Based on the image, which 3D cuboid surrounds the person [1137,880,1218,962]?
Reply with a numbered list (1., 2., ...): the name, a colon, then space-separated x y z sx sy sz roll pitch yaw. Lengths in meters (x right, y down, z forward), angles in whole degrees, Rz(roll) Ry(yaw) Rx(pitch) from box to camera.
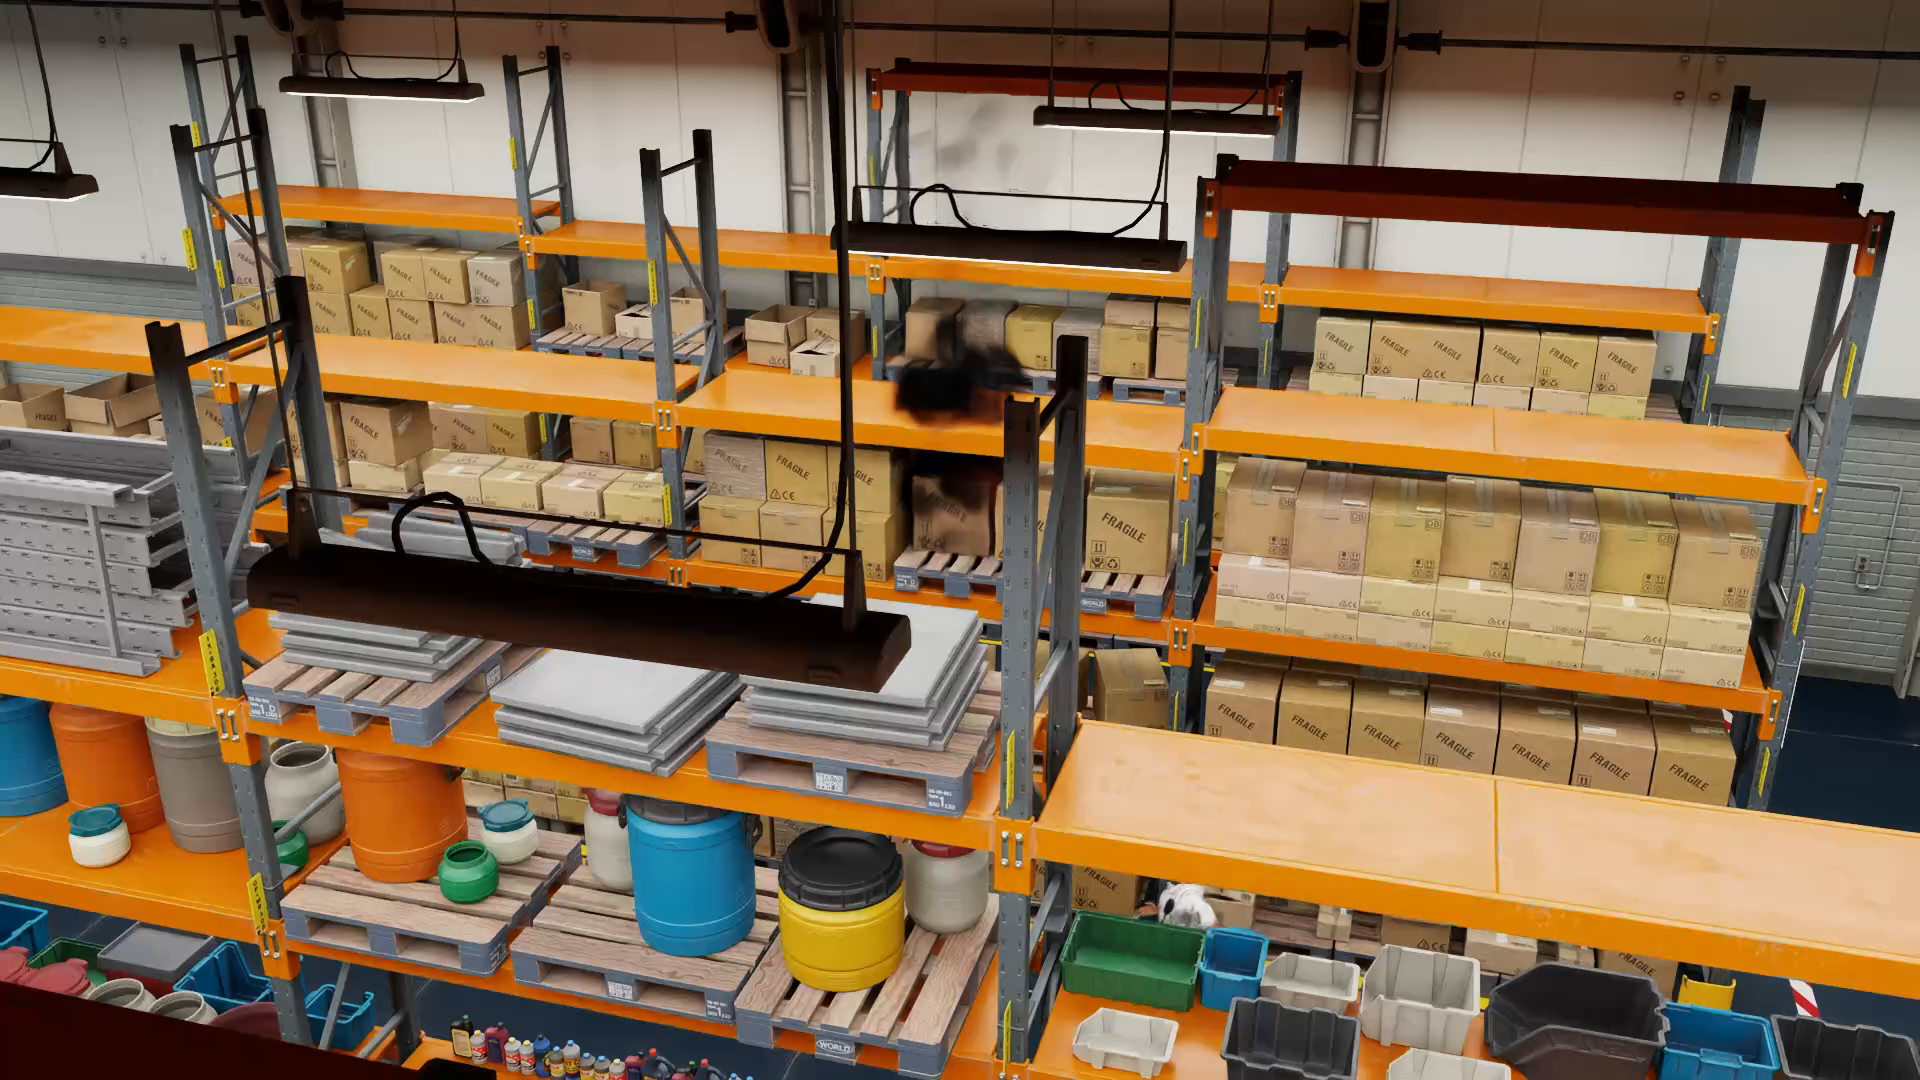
1. person: 1.536 2.850 11.330 0.698 1.716 0.593 5 23 13
